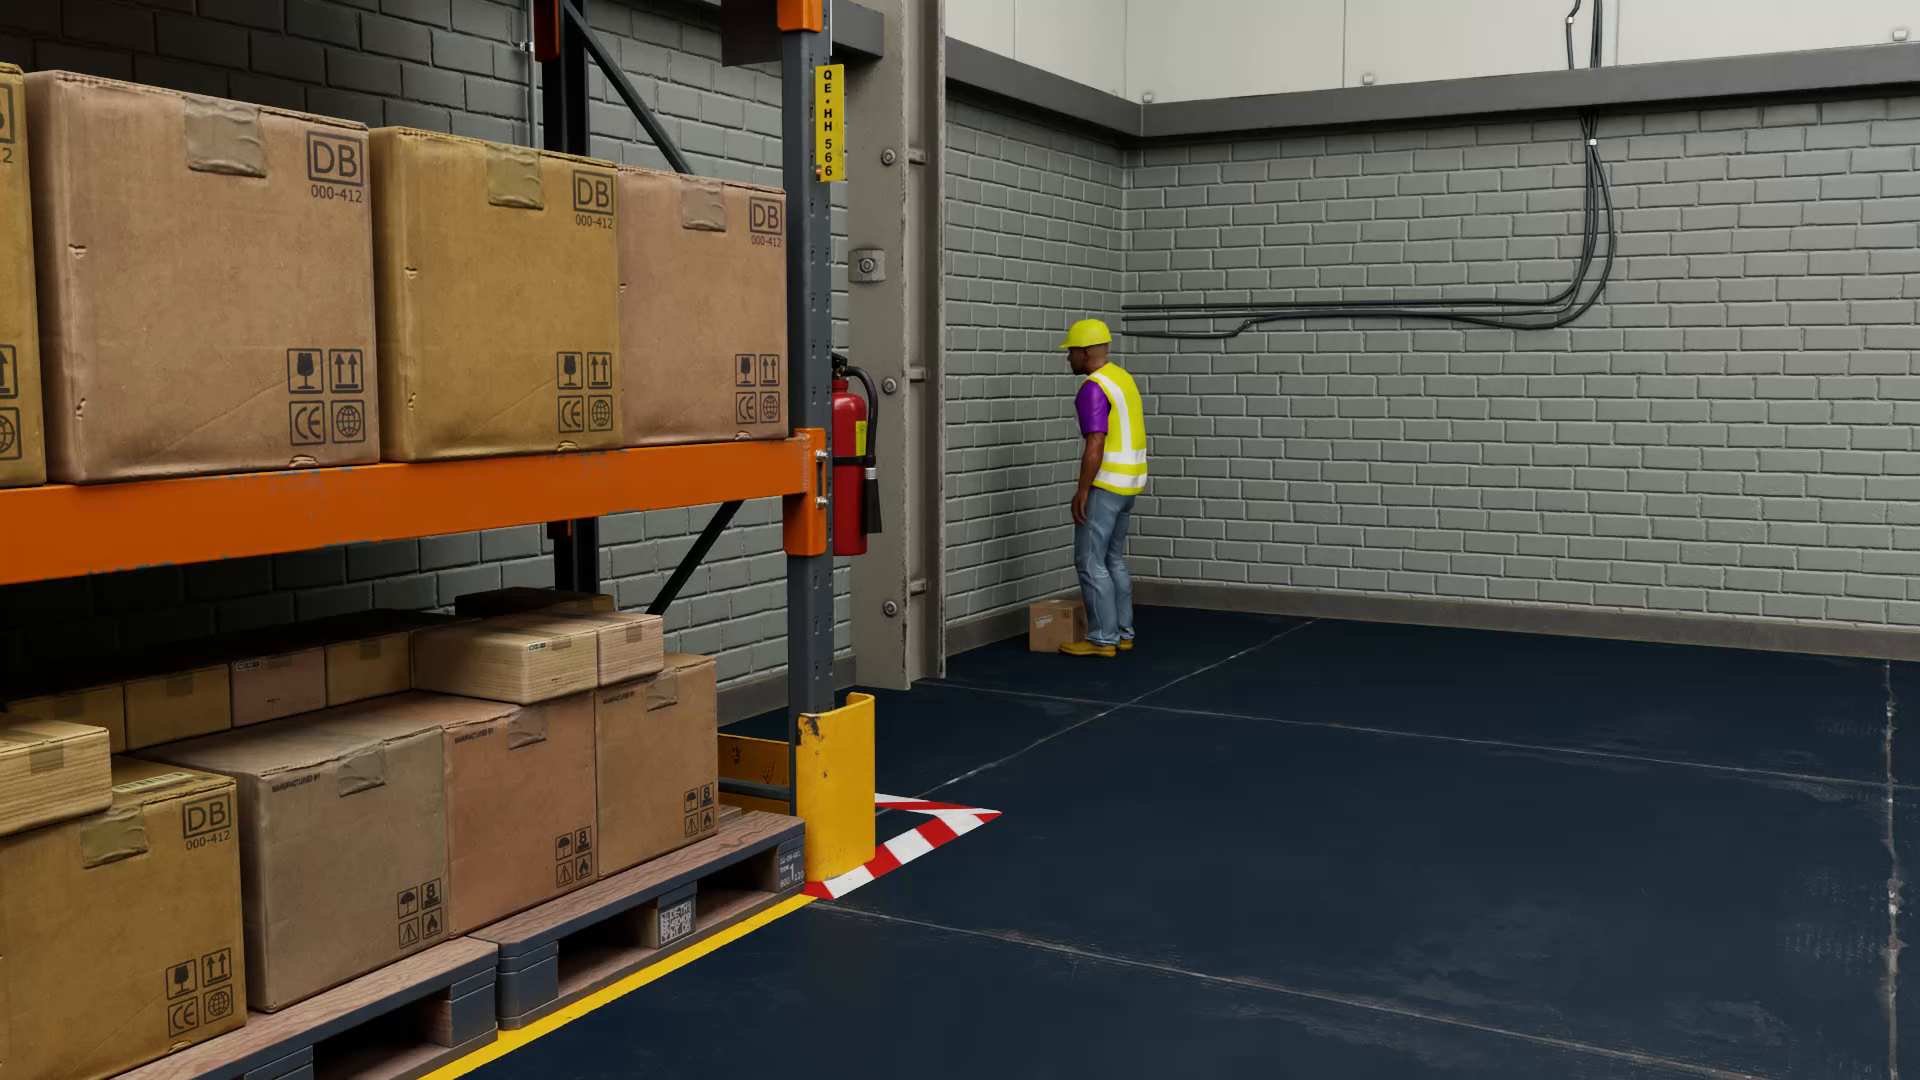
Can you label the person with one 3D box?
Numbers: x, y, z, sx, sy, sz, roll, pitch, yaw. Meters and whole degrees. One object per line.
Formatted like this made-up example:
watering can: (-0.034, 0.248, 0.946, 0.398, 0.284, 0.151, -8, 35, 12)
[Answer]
person: (0.738, -0.276, 8.732, 0.460, 1.759, 0.630, 3, 7, 25)
